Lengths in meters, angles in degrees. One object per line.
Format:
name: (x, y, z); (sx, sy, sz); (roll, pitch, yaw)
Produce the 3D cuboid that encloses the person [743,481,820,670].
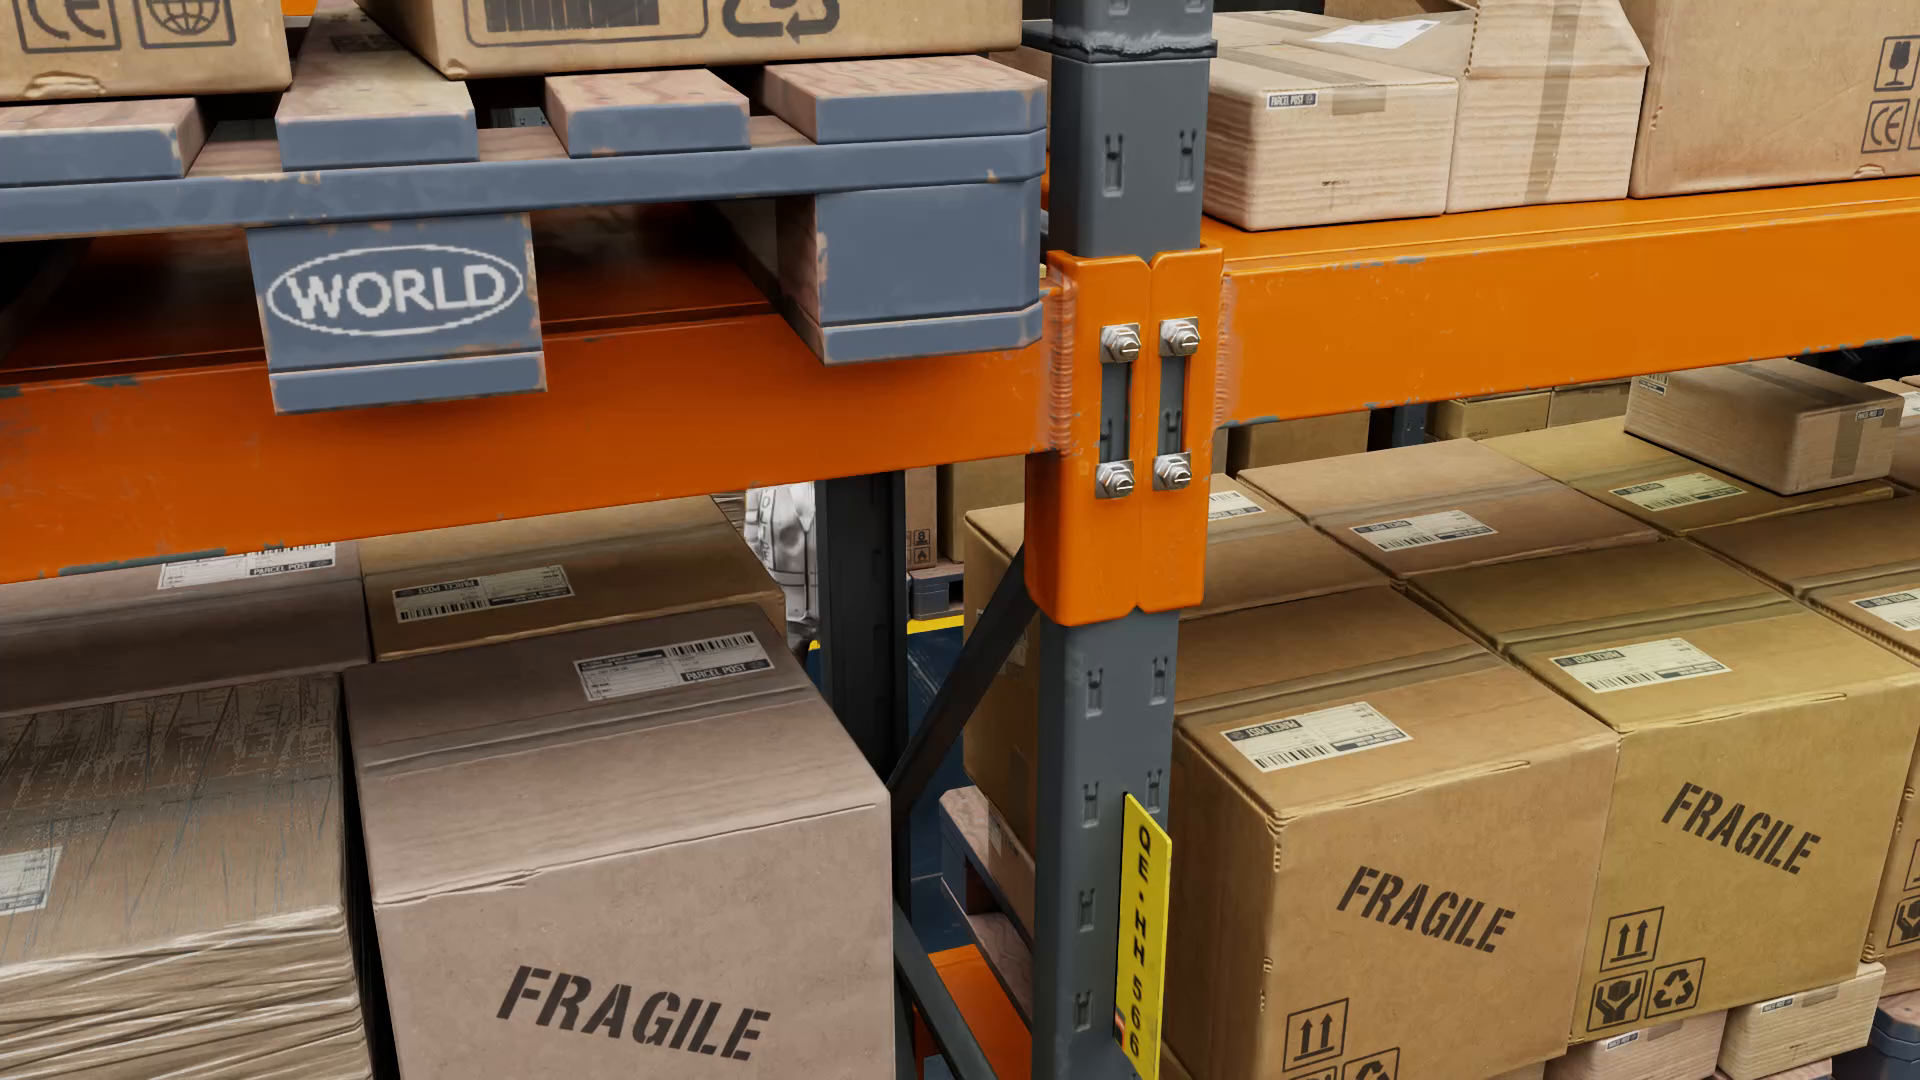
person: (-0.483, 0.285, 5.386); (0.500, 1.670, 0.557); (0, 23, 1)
